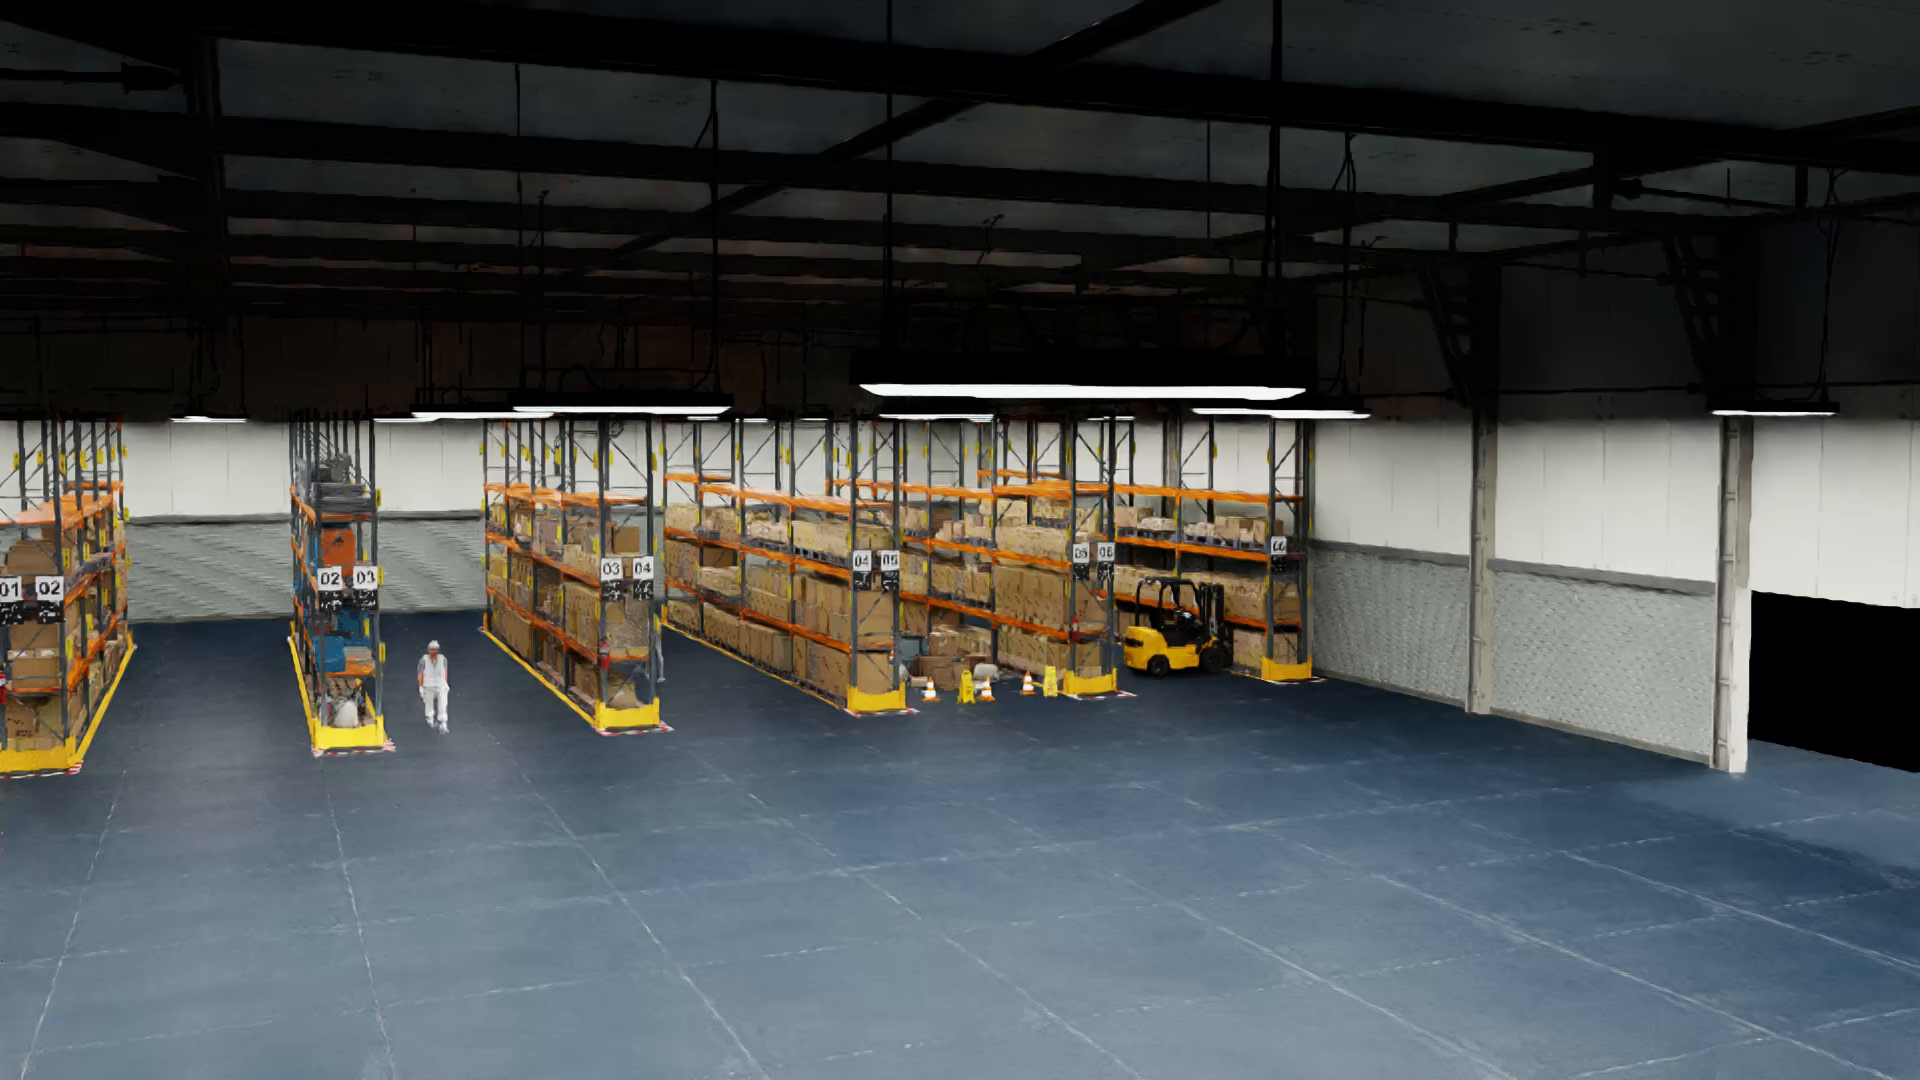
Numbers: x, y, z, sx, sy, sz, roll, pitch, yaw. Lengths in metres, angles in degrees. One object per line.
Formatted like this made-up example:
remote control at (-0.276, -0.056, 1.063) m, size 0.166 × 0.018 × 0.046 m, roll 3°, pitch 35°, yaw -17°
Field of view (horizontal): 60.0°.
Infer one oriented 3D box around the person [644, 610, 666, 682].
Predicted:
person at (-6.831, 2.328, 36.913) m, size 0.446 × 1.586 × 1.109 m, roll -2°, pitch 4°, yaw -21°

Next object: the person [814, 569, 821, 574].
person at (-4.098, 1.567, 47.791) m, size 0.527 × 1.592 × 0.522 m, roll 0°, pitch 4°, yaw 6°

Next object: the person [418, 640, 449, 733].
person at (-9.739, 2.696, 30.794) m, size 0.553 × 1.709 × 1.123 m, roll -2°, pitch 4°, yaw -21°

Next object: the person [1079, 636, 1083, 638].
person at (2.898, 1.854, 42.743) m, size 0.591 × 1.722 × 0.661 m, roll 0°, pitch 4°, yaw 3°
